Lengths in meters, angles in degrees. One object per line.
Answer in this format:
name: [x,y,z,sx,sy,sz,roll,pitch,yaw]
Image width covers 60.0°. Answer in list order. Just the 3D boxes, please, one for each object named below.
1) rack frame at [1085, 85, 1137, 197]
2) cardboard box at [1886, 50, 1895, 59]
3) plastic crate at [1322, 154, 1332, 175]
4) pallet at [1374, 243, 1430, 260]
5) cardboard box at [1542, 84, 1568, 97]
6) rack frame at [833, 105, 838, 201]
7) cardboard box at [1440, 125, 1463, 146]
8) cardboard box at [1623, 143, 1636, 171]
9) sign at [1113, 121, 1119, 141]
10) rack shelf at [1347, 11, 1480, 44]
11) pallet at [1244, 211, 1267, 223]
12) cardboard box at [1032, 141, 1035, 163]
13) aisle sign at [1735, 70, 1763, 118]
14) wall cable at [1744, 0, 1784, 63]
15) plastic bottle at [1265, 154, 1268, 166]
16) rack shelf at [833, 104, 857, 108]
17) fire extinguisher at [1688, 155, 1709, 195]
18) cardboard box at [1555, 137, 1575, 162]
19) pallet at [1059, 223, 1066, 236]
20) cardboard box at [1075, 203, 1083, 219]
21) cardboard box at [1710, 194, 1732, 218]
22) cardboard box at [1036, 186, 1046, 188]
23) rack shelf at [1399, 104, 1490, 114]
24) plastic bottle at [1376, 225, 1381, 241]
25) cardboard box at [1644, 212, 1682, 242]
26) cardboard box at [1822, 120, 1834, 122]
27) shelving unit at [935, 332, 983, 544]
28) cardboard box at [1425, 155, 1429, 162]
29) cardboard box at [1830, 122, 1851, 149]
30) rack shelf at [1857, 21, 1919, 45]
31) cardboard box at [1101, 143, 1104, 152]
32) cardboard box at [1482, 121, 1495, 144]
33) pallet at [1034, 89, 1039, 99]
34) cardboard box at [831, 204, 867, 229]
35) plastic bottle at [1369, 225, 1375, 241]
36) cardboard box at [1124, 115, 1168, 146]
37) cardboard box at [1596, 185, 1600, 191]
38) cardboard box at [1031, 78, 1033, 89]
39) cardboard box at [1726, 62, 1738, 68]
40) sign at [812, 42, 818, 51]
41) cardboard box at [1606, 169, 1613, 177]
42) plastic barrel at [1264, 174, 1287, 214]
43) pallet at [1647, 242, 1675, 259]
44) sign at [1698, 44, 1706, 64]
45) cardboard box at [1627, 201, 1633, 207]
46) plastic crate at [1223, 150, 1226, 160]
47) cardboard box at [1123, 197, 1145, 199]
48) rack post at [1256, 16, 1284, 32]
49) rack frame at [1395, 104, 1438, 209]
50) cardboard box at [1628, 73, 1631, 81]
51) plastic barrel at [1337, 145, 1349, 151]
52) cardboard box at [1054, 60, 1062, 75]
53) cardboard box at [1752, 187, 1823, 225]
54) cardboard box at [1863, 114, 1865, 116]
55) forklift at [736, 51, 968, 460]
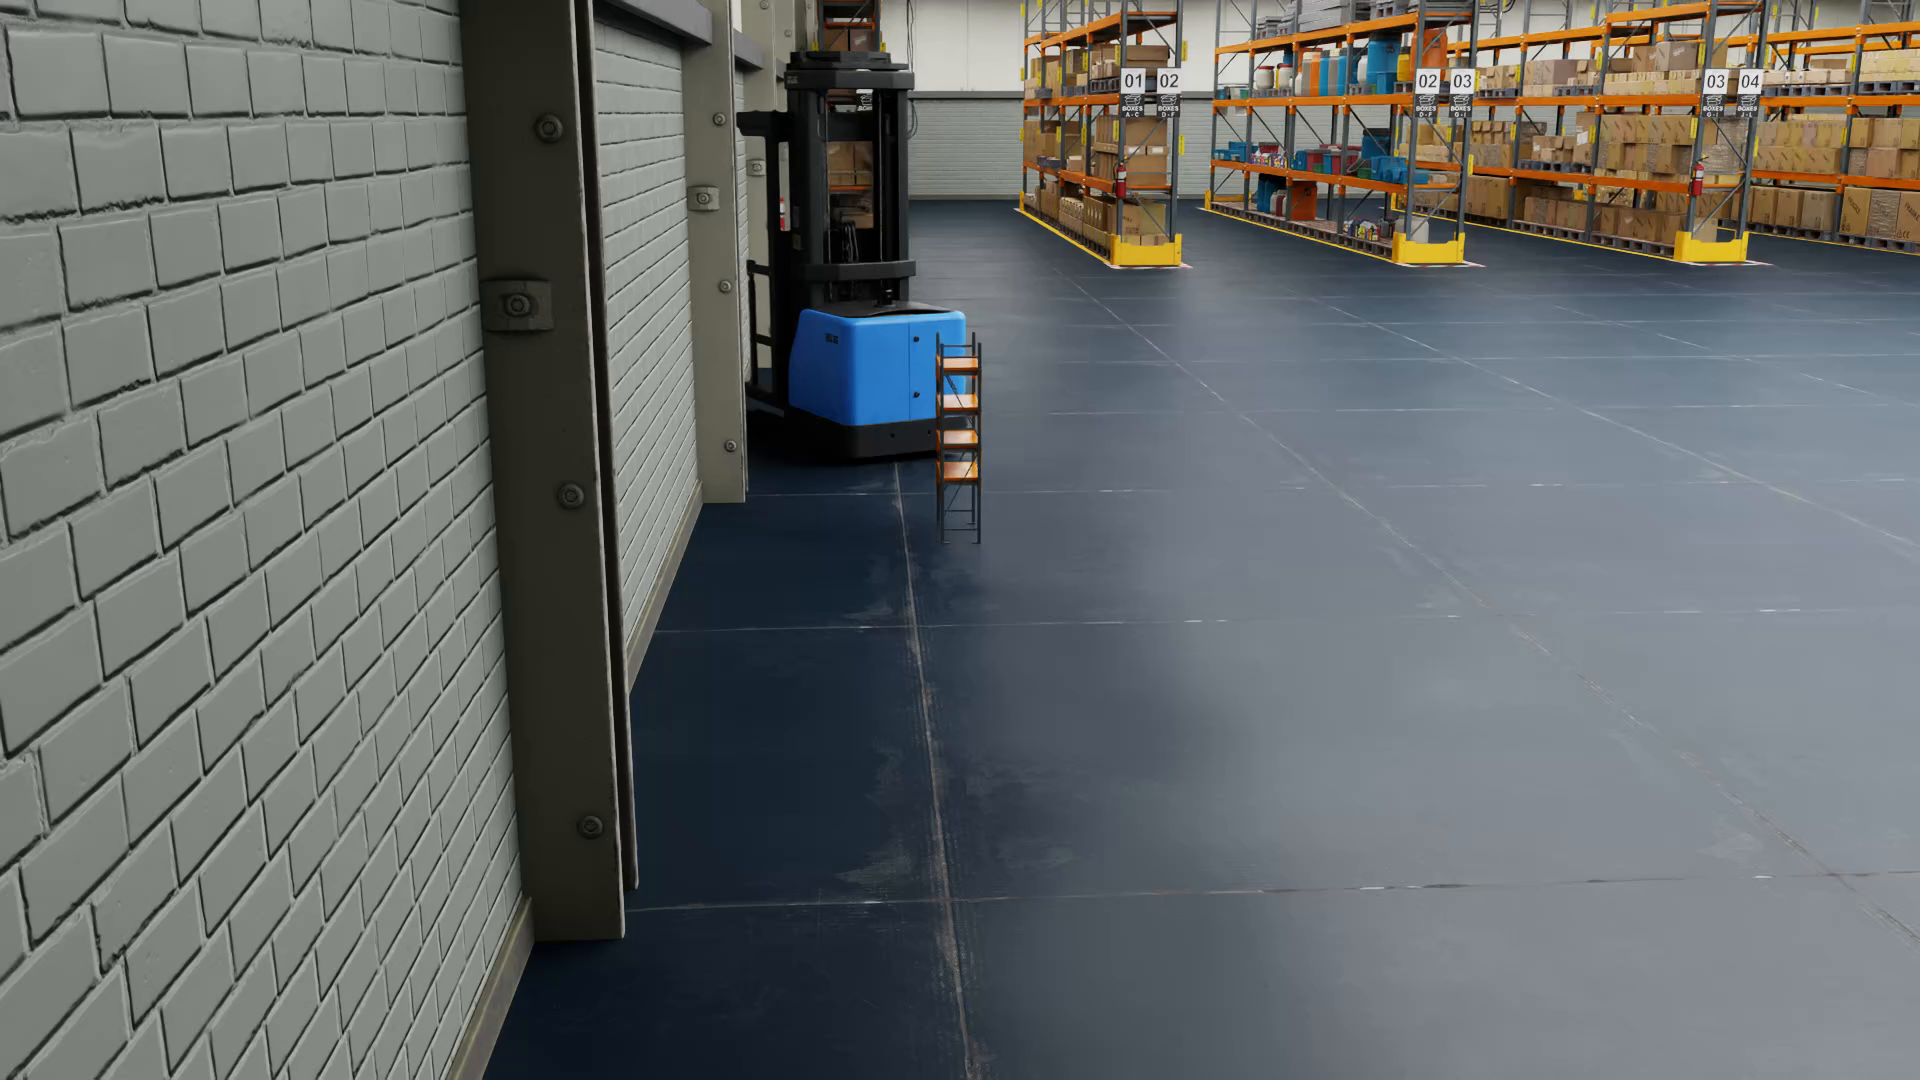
rack frame: [2.897,-7.136,31.741,1.000,3.000,0.127,-1,14,-3]
cardboard box: [17.473,-9.023,30.916,0.380,0.149,0.250,-1,14,-4]
plastic crate: [7.462,-7.473,33.084,0.392,0.384,0.575,-1,14,-3]
pallet: [7.992,-5.086,29.372,1.003,0.211,1.213,-1,14,-3]
cardboard box: [12.385,-9.287,34.381,0.500,0.250,0.500,-1,14,-2]
rack frame: [-2.543,-9.048,39.173,1.000,3.000,0.127,-1,14,-3]
cardboard box: [11.994,-9.822,40.381,0.500,0.500,0.500,0,14,-2]
cardboard box: [12.878,-7.120,30.881,0.875,0.500,0.500,-1,14,-3]
sign: [2.602,-6.812,27.682,0.100,0.325,0.005,-1,14,-3]
rack shelf: [7.965,-9.077,29.493,1.077,0.370,4.000,-1,14,-3]
pallet: [7.352,-7.658,39.366,1.003,0.211,1.213,-1,14,-3]
cardboard box: [2.047,-9.550,40.924,0.500,0.500,0.500,-1,14,-2]
aisle sign: [13.336,-7.541,28.099,0.394,0.787,0.004,-1,14,-3]
wall cable: [24.832,-14.804,49.428,2.988,3.039,0.133,-1,14,-3]
plastic bottle: [7.045,-8.700,38.080,0.097,0.271,0.097,0,14,0]
rack shelf: [-2.666,-10.650,40.822,1.077,0.370,4.000,-1,14,-3]
fire extinguisher: [12.580,-6.220,28.337,0.296,0.674,0.183,-1,14,-3]
cardboard box: [12.585,-7.971,33.937,0.797,0.503,0.637,1,14,2]
pallet: [2.661,-6.575,35.157,1.003,0.211,1.213,-1,14,-3]
cardboard box: [2.547,-6.505,32.838,0.500,0.311,0.500,0,14,-2]
cardboard box: [17.192,-7.487,37.278,0.500,0.500,0.500,-1,14,-4]
cardboard box: [2.280,-8.597,41.546,0.797,0.503,0.637,-1,14,-3]
rack shelf: [12.165,-10.879,41.714,1.077,0.370,4.000,-1,14,-3]
plastic bottle: [7.656,-5.629,30.453,0.061,0.283,0.133,-1,14,-3]
cardboard box: [12.919,-5.746,30.511,0.500,0.500,0.500,0,14,2]
cardboard box: [21.852,-10.203,41.453,0.500,0.500,0.500,-1,14,-4]
shelving unit: [-0.010,-0.622,10.037,0.258,1.200,0.503,-1,14,-3]
cardboard box: [11.863,-9.546,41.613,0.380,0.149,0.250,-1,14,-4]
cardboard box: [17.705,-7.995,32.874,0.700,0.500,0.500,-1,14,-4]
rack shelf: [17.865,-9.205,29.990,1.077,0.370,4.000,-1,14,-3]
cardboard box: [2.785,-7.175,30.389,0.380,0.149,0.250,-1,14,-5]
cardboard box: [12.422,-9.328,38.046,0.797,0.503,0.637,0,14,-2]
pallet: [2.372,-10.324,38.489,1.213,0.211,1.003,-1,14,-3]
cardboard box: [-2.191,-6.372,32.904,0.700,0.500,0.500,-1,14,-5]
plastic bottle: [7.512,-5.593,30.313,0.061,0.283,0.133,-1,14,-2]
cardboard box: [3.125,-6.947,28.204,0.700,0.500,0.500,-1,14,-3]
cardboard box: [16.716,-9.168,43.322,0.380,0.149,0.250,-1,14,-4]
cardboard box: [2.014,-11.238,40.960,0.500,0.250,0.500,-1,14,-3]
cardboard box: [17.162,-10.430,36.787,0.396,0.266,0.258,-1,14,-3]
sign: [-2.354,-7.942,27.076,0.100,0.325,0.005,-1,14,-3]
cardboard box: [12.543,-6.984,31.655,0.380,0.149,0.250,-1,14,-3]
plastic barrel: [7.406,-8.077,38.765,0.600,0.901,0.708,-1,14,-3]
pallet: [13.013,-5.164,29.674,1.003,0.211,1.213,-1,14,-3]
sign: [12.477,-8.171,27.967,0.100,0.325,0.005,-1,14,-3]
cardboard box: [16.868,-8.375,41.434,0.380,0.149,0.250,-1,14,-5]
plastic crate: [6.866,-9.750,42.116,0.416,0.233,0.300,-1,14,-3]
cardboard box: [3.163,-6.134,31.019,0.500,0.500,0.500,-1,14,-3]
rack post: [7.366,-11.860,38.213,0.937,0.300,0.954,-1,14,-4]
rack frame: [12.041,-10.272,43.931,1.000,3.000,0.127,-1,14,-3]
cardboard box: [12.635,-8.582,30.843,0.380,0.149,0.250,0,14,-2]
plastic barrel: [7.928,-7.809,34.083,0.433,0.535,0.433,0,14,0]
cardboard box: [2.444,-10.420,37.242,0.600,0.600,0.600,-1,15,-6]
cardboard box: [17.499,-7.078,35.187,1.050,0.750,0.750,-1,14,-3]
cardboard box: [22.387,-10.423,41.009,0.380,0.149,0.250,-1,14,-3]
forklift: [-1.097,-2.323,13.172,1.130,2.935,3.031,-8,16,-28]
